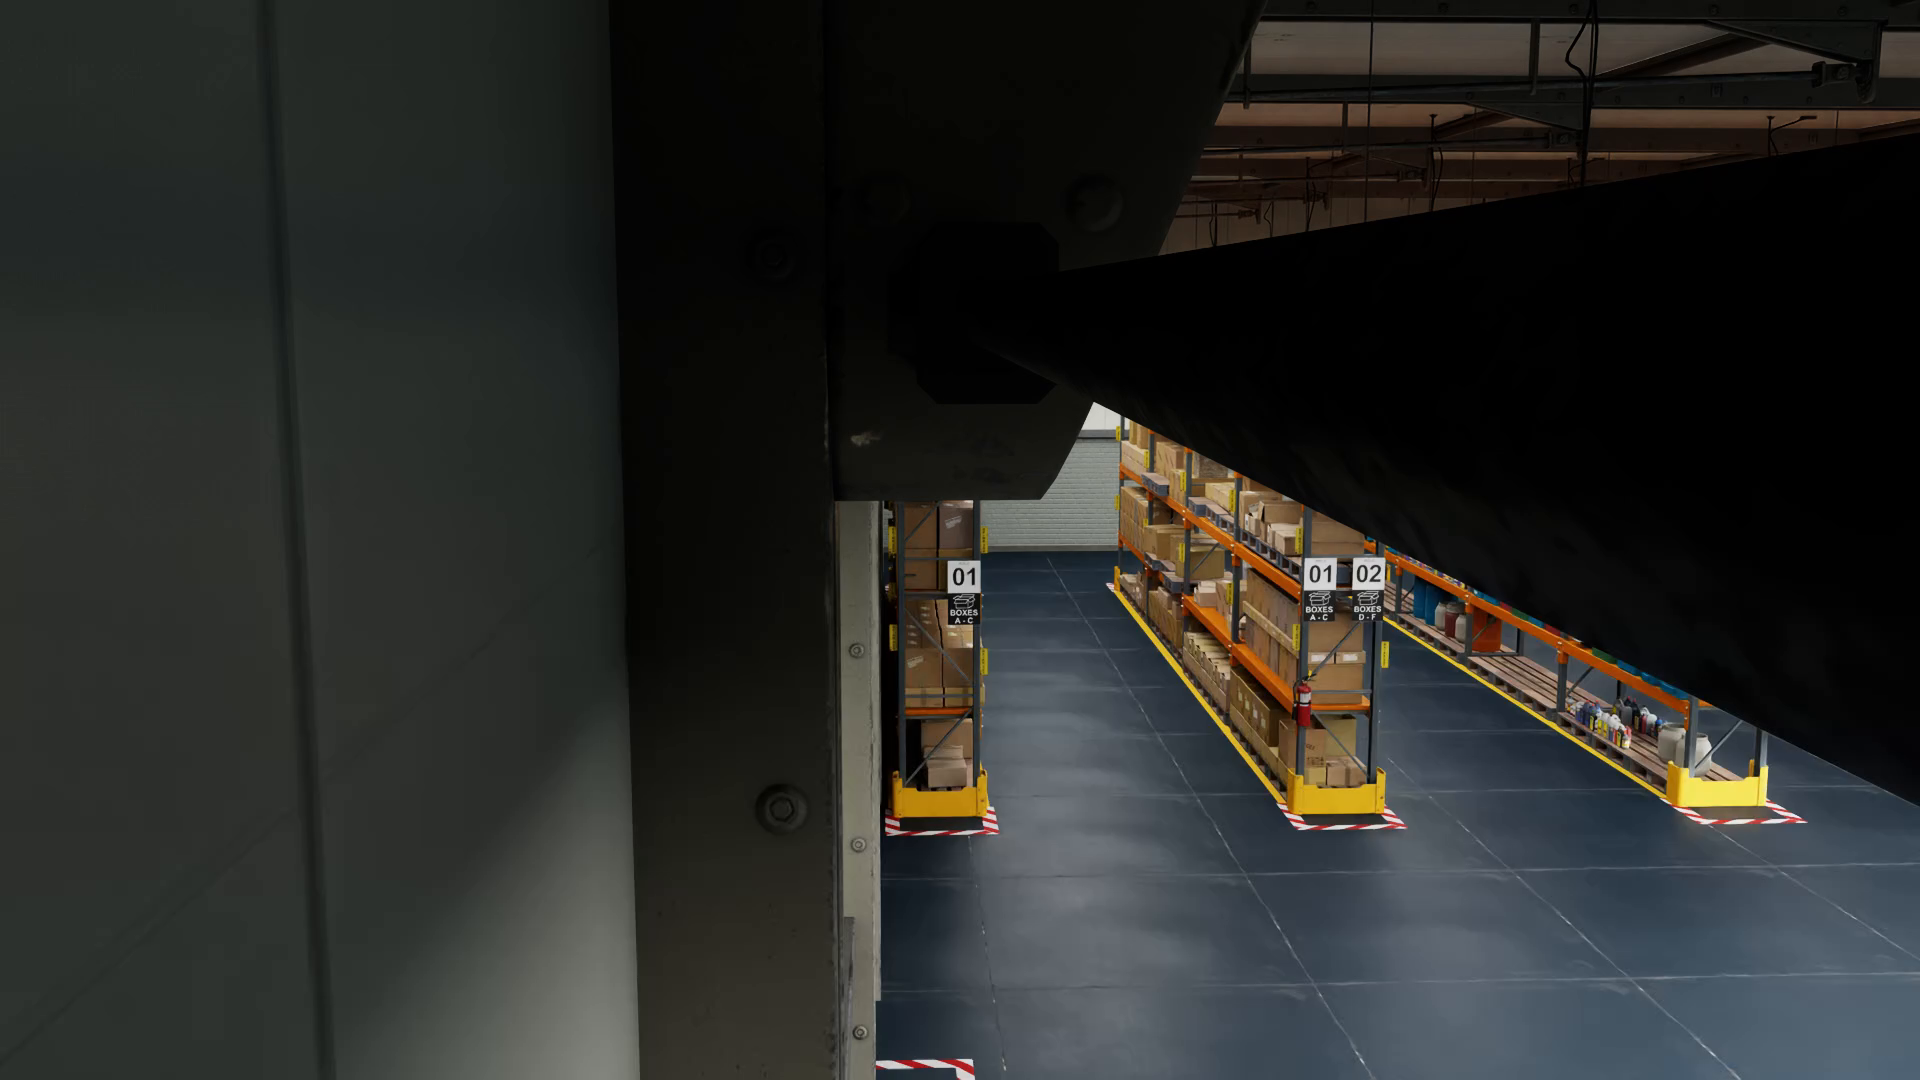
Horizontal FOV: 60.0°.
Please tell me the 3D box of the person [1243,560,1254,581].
[{"bbox_3d":[5.979,0.570,34.352,0.456,1.632,0.835,-1,8,-5],"label":"person"}]
